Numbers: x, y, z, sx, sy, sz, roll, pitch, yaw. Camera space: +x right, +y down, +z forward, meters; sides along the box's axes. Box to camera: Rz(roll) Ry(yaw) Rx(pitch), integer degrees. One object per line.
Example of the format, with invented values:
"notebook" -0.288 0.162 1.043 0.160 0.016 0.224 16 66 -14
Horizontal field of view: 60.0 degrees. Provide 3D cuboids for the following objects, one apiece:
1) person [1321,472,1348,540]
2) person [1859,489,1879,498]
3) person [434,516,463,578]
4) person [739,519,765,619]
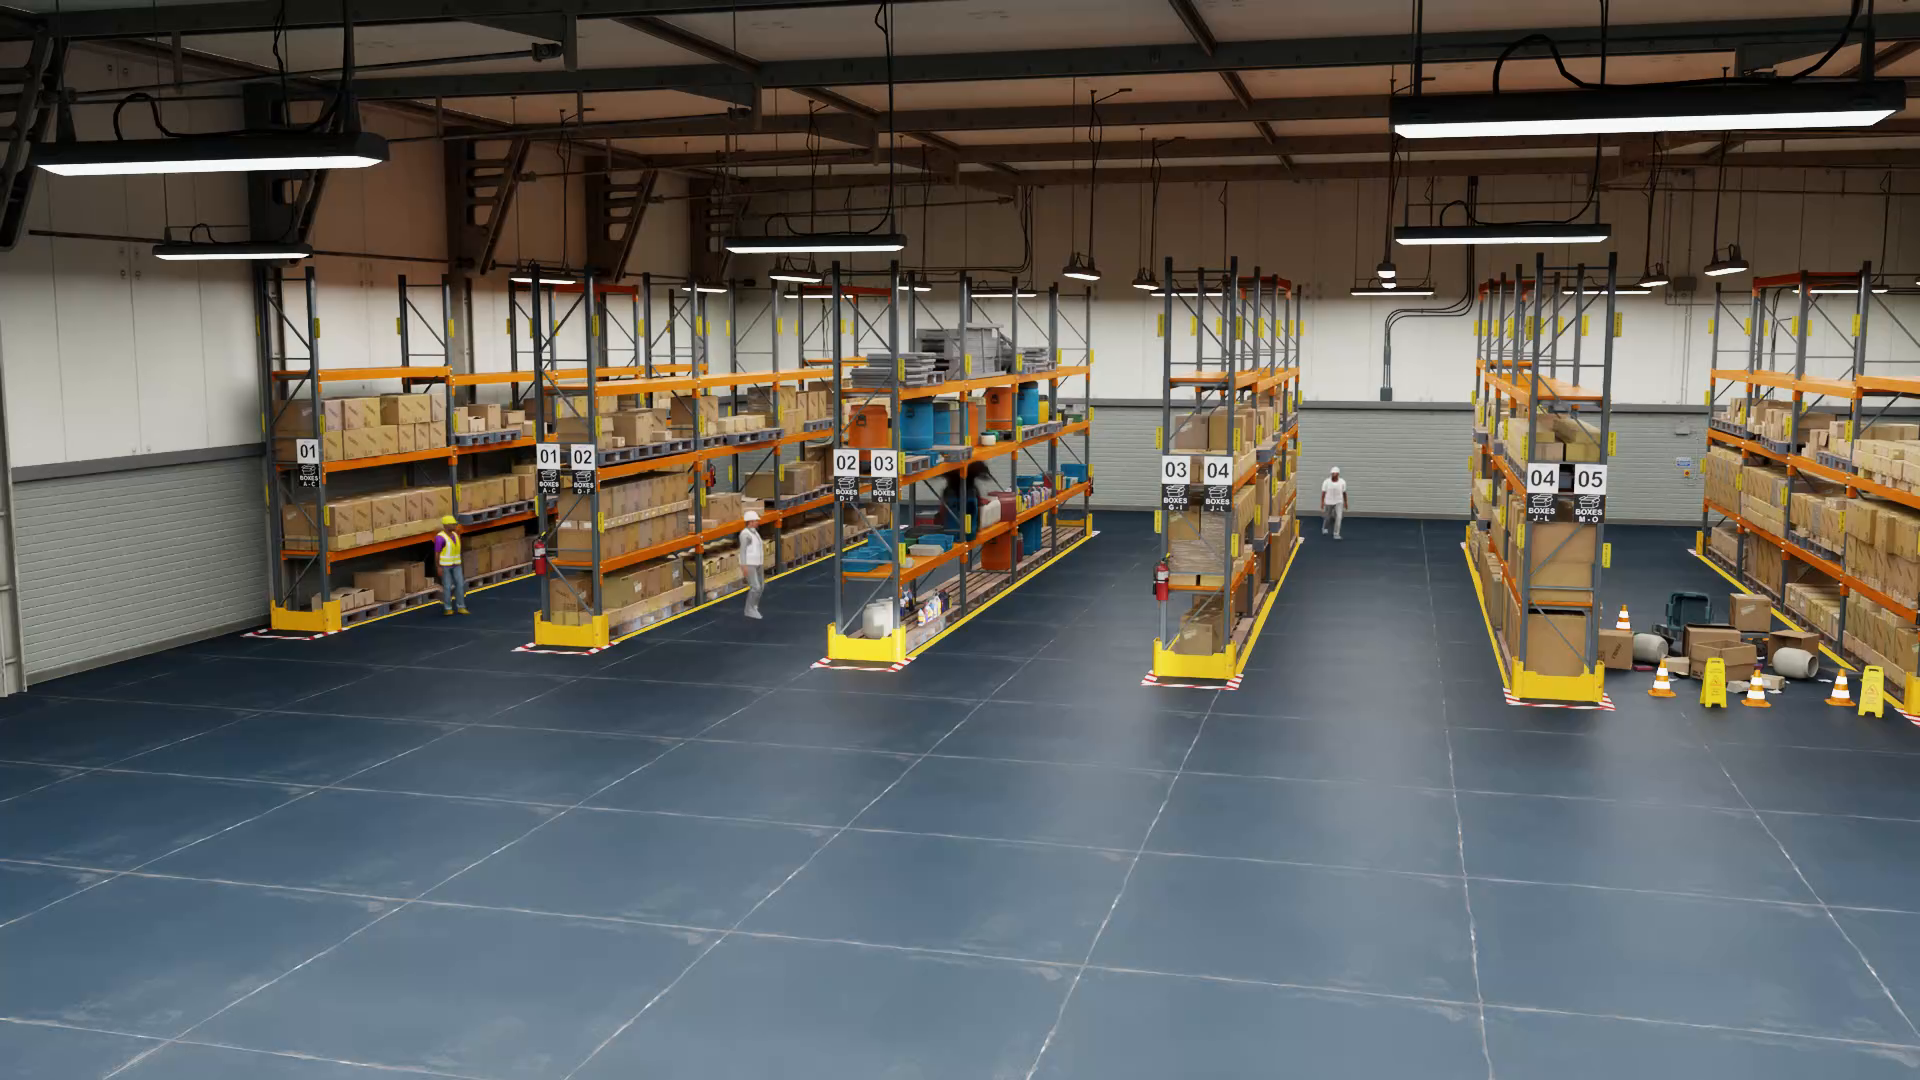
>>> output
"person" 8.948 -0.868 39.737 0.662 1.691 0.947 0 7 2
"person" 21.665 -0.897 39.682 0.437 1.712 0.527 -1 7 -6
"person" -8.948 0.102 29.097 0.394 1.065 0.620 6 9 40
"person" -3.440 0.453 27.367 0.451 1.769 0.601 3 8 25
